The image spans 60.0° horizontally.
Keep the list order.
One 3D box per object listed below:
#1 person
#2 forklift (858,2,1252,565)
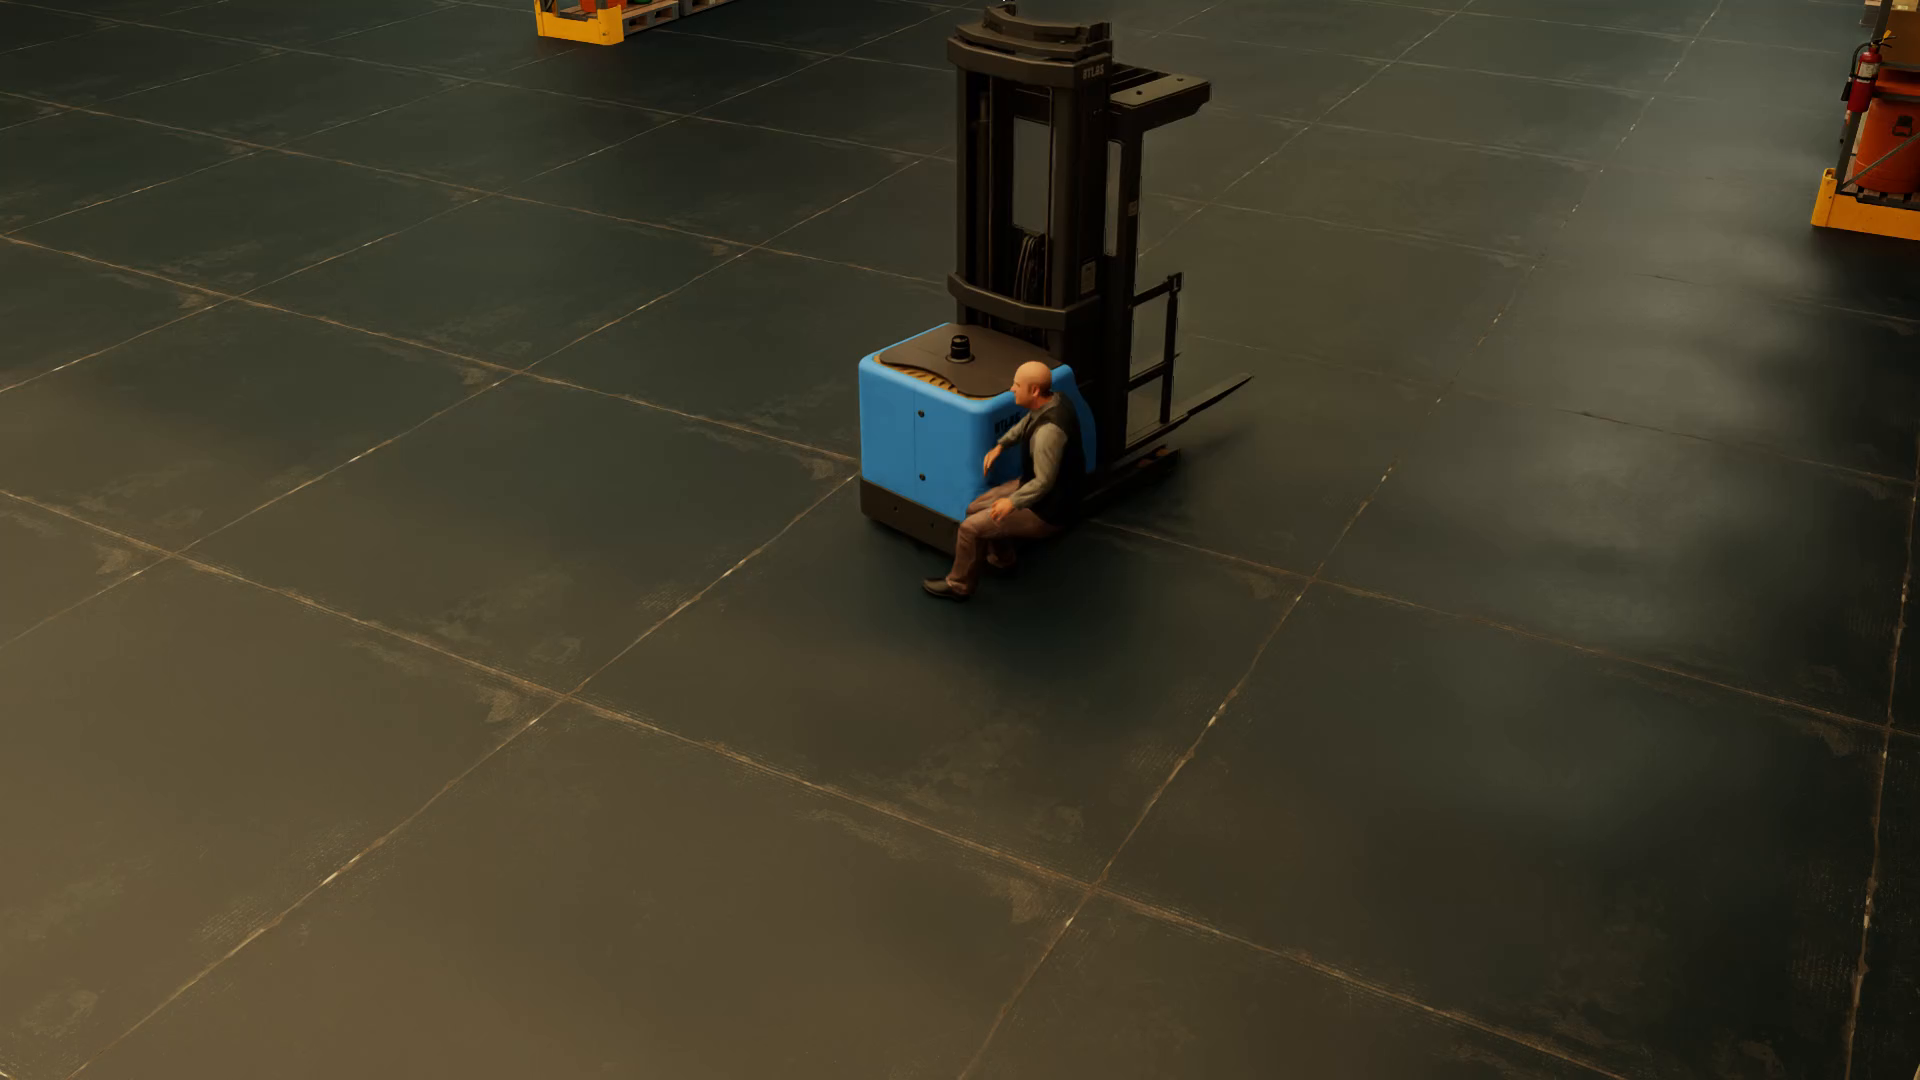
[{"bbox_3d":[0.227,-0.274,9.066,0.899,1.520,0.785,1,30,1],"label":"person"},{"bbox_3d":[0.758,-1.776,10.147,1.130,2.935,3.031,25,38,36],"label":"forklift"}]
